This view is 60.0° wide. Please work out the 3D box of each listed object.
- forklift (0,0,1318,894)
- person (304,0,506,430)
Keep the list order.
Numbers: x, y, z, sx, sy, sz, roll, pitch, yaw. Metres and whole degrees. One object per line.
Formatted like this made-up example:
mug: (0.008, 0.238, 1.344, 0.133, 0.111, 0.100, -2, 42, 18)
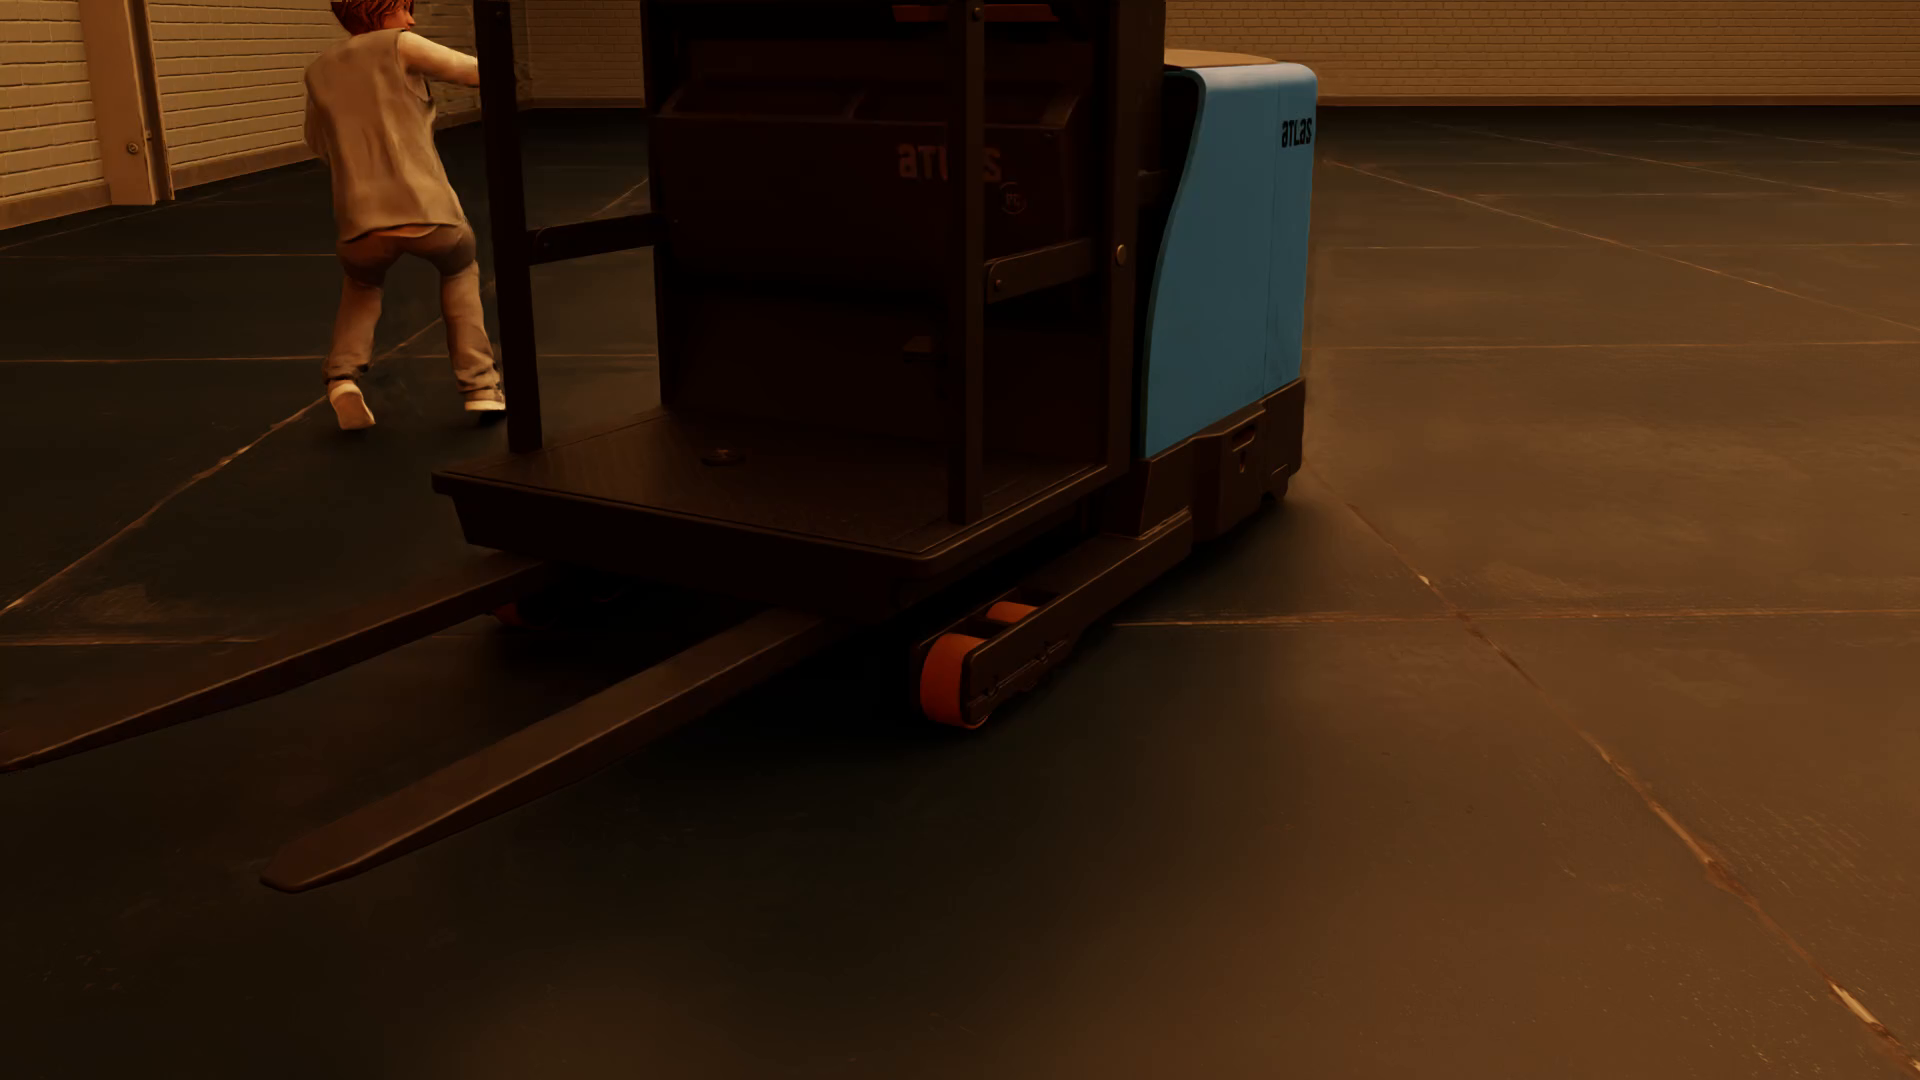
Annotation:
forklift: (-0.290, -1.227, 2.920, 1.130, 2.935, 3.031, 9, 19, 28)
person: (-1.620, -1.004, 4.964, 0.691, 1.322, 0.844, -1, 17, -4)
